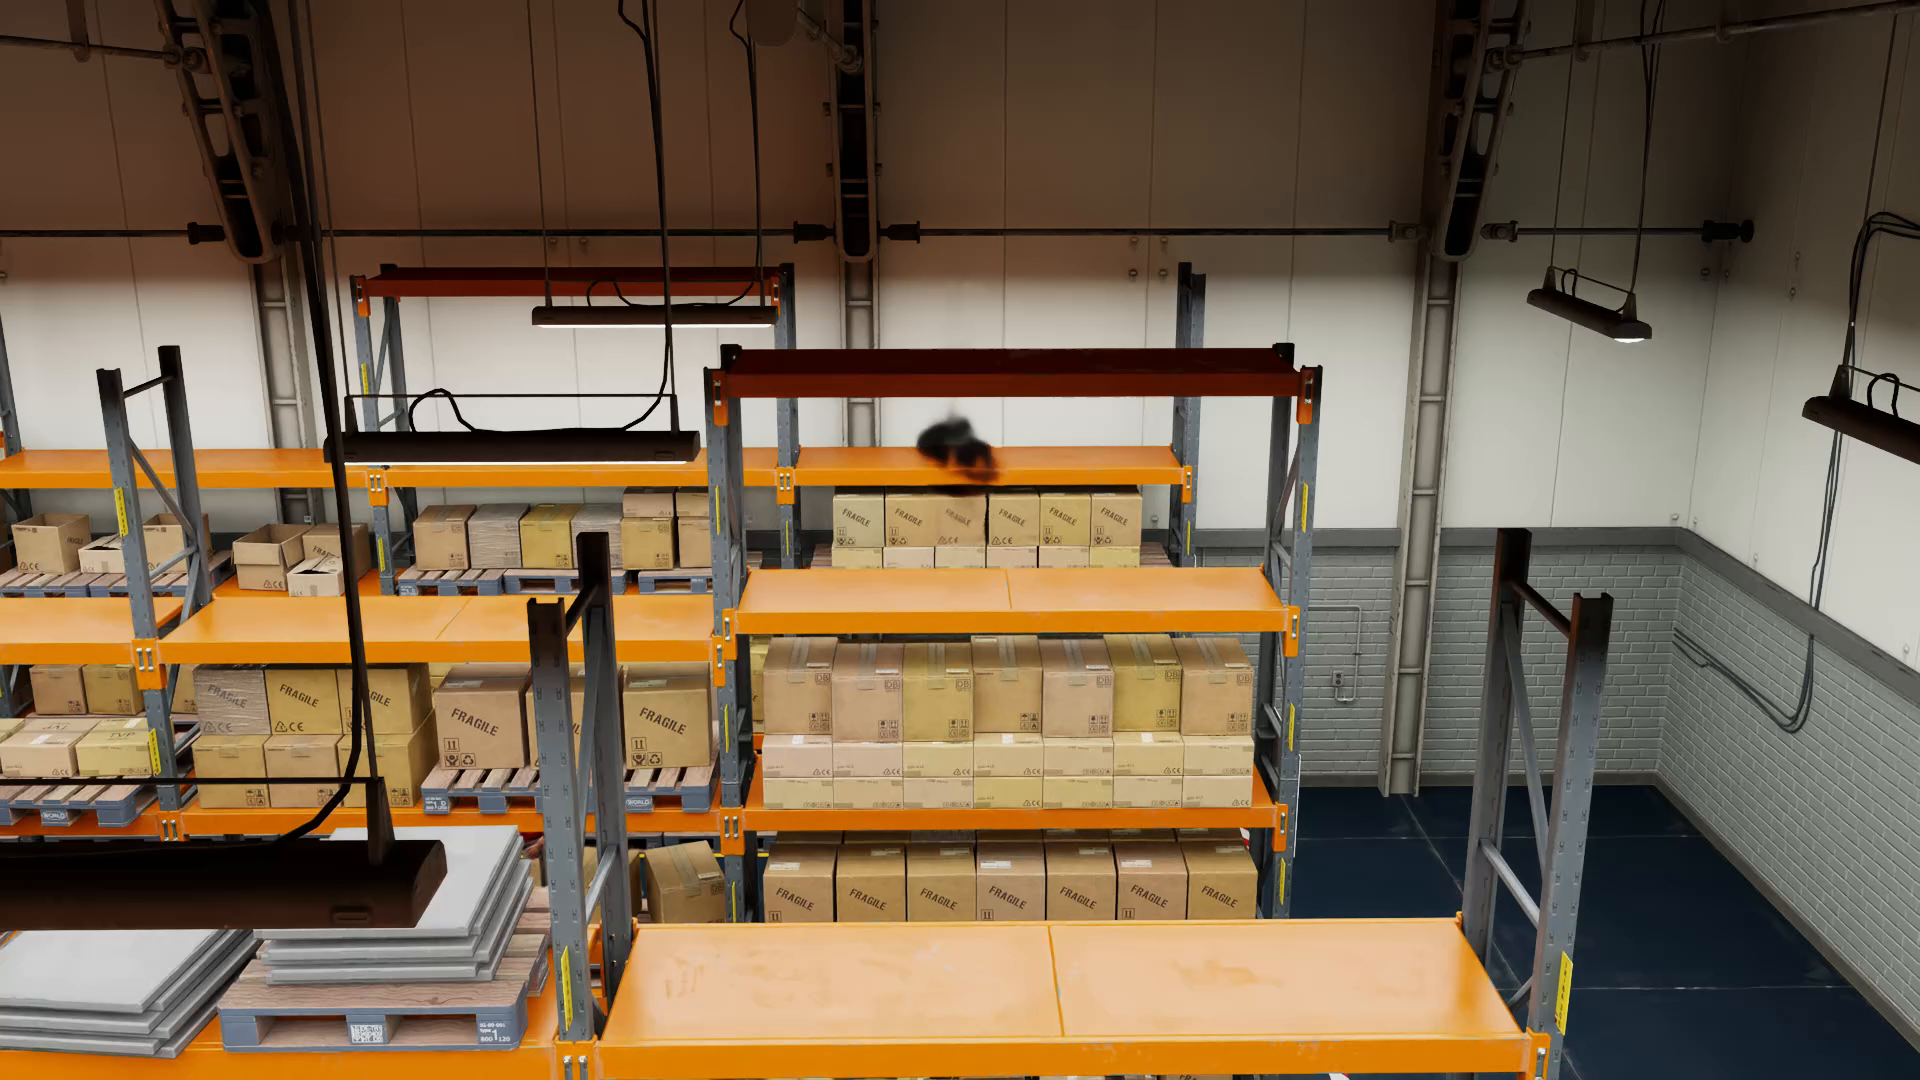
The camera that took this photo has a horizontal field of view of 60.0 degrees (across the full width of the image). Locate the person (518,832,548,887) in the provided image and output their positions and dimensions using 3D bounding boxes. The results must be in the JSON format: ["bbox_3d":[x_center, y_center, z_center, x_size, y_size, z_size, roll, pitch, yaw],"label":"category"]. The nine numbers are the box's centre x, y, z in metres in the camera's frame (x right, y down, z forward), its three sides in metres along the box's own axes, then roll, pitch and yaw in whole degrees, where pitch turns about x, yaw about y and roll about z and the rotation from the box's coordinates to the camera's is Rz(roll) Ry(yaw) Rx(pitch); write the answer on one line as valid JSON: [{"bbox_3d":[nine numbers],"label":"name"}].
[{"bbox_3d":[-3.832,2.847,15.353,0.787,1.732,0.683,-2,16,-7],"label":"person"}]
